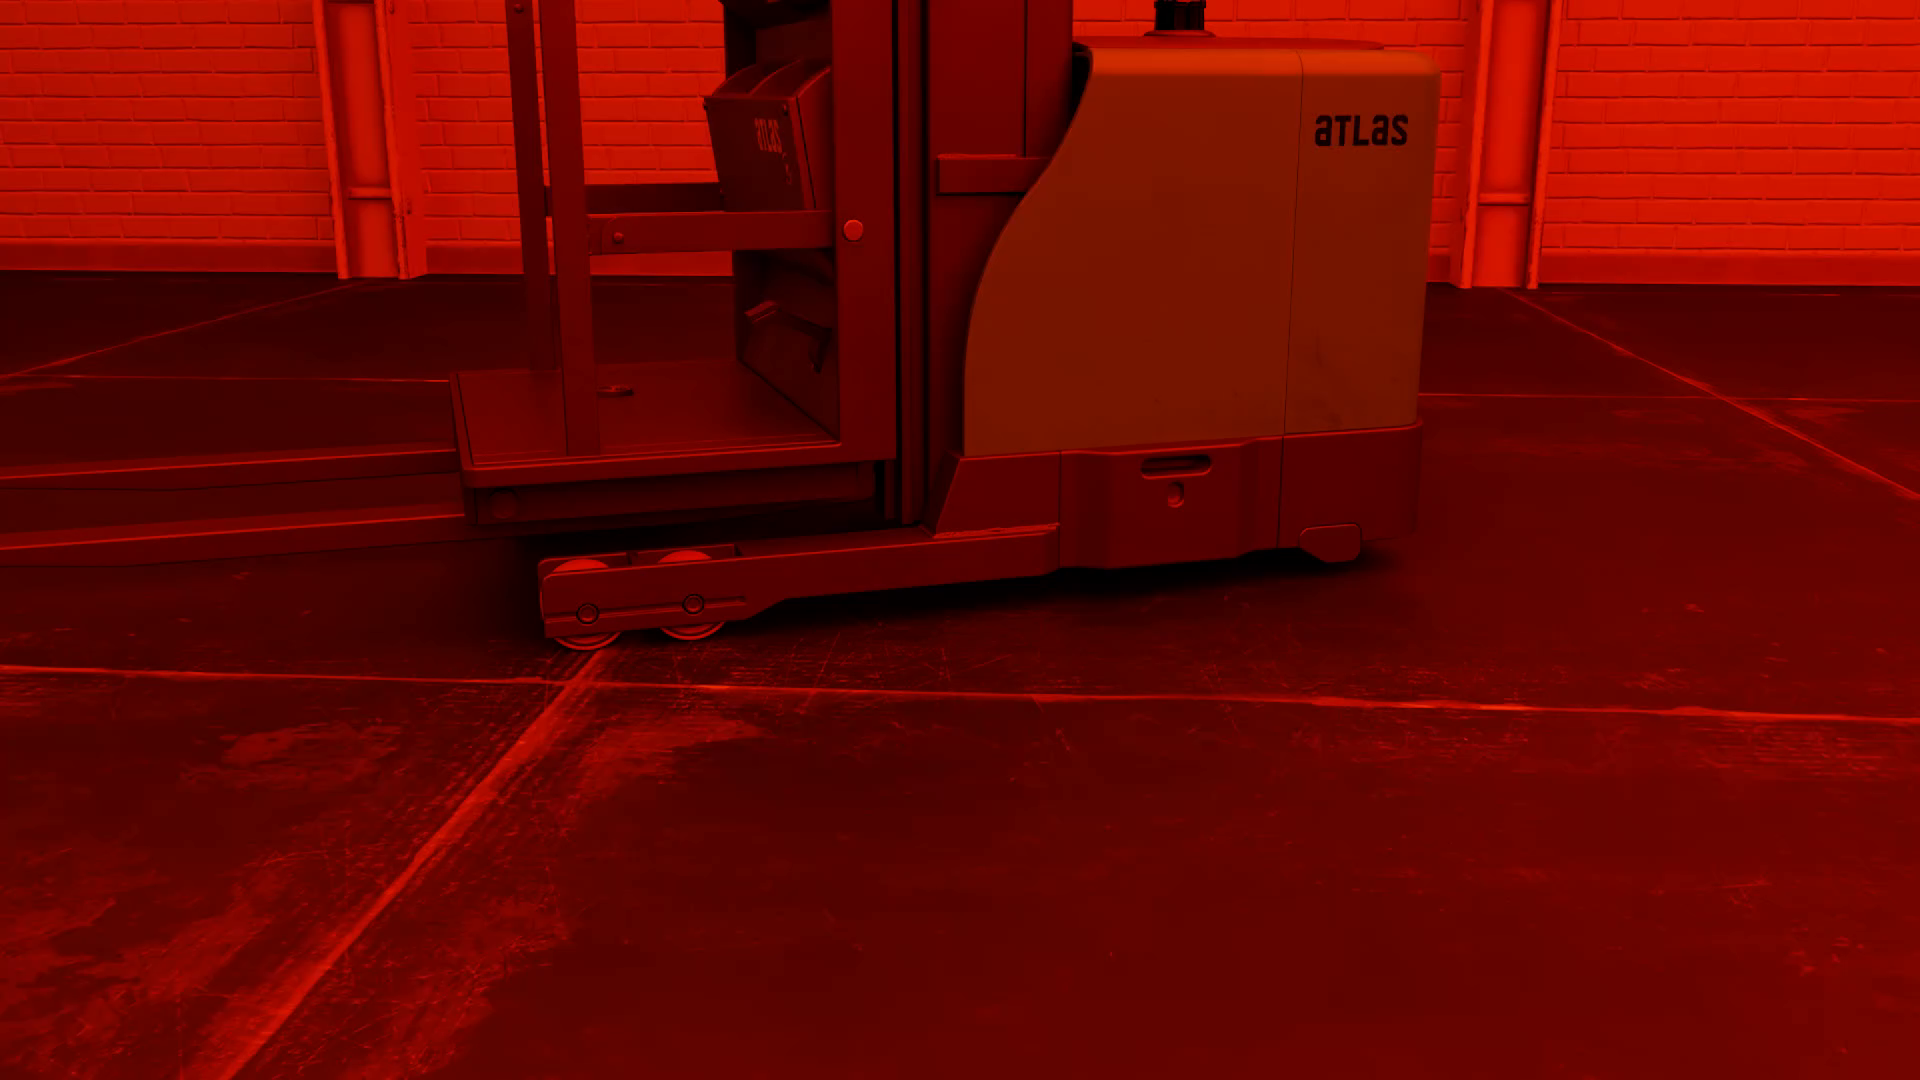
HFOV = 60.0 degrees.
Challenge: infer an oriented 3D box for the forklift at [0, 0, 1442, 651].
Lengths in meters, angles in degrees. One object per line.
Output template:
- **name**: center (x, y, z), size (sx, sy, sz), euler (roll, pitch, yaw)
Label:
- **forklift**: center (-0.580, -1.366, 3.251), size (3.031, 2.935, 1.130), euler (-5, 16, -17)
